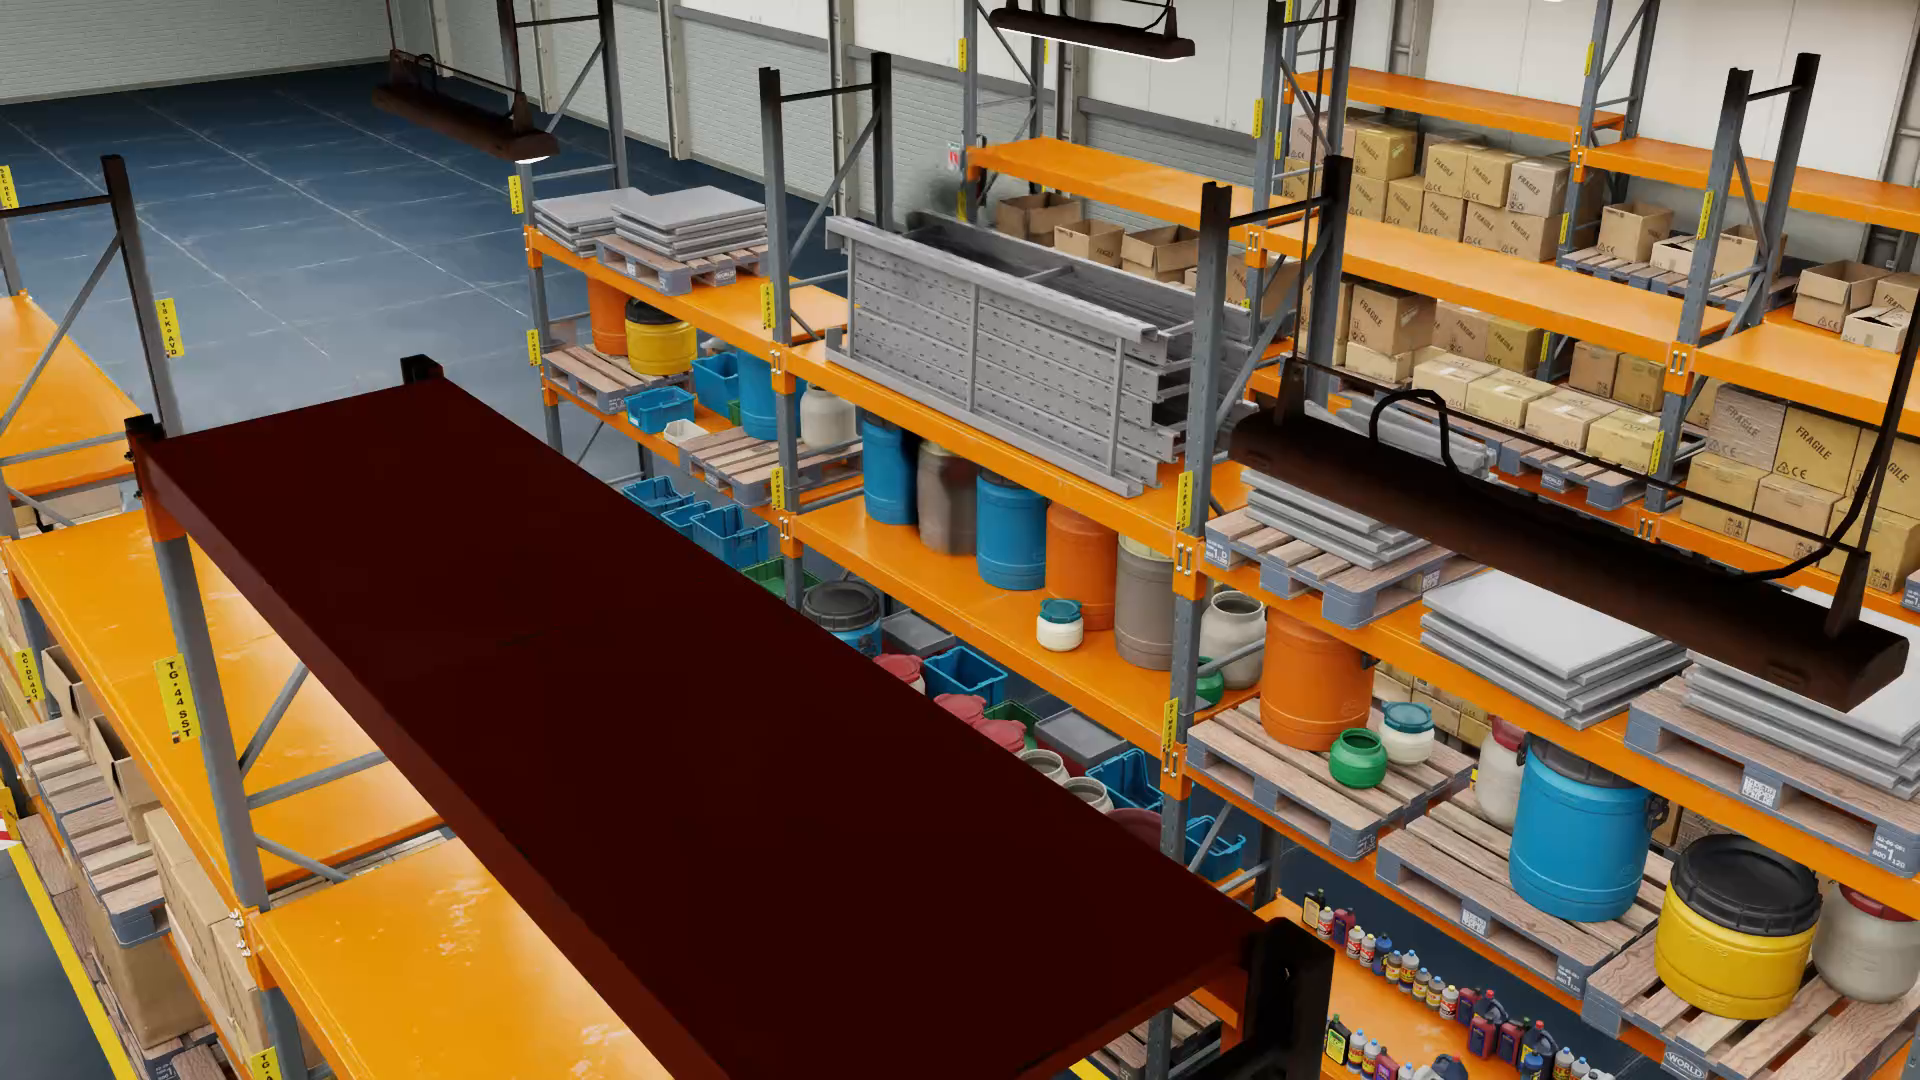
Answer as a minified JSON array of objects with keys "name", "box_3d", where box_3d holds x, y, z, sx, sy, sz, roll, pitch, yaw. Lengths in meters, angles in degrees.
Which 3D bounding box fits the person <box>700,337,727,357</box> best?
[{"name":"person","box_3d":[-2.796,-1.612,19.646,0.916,1.643,0.607,-2,26,-5]}]
